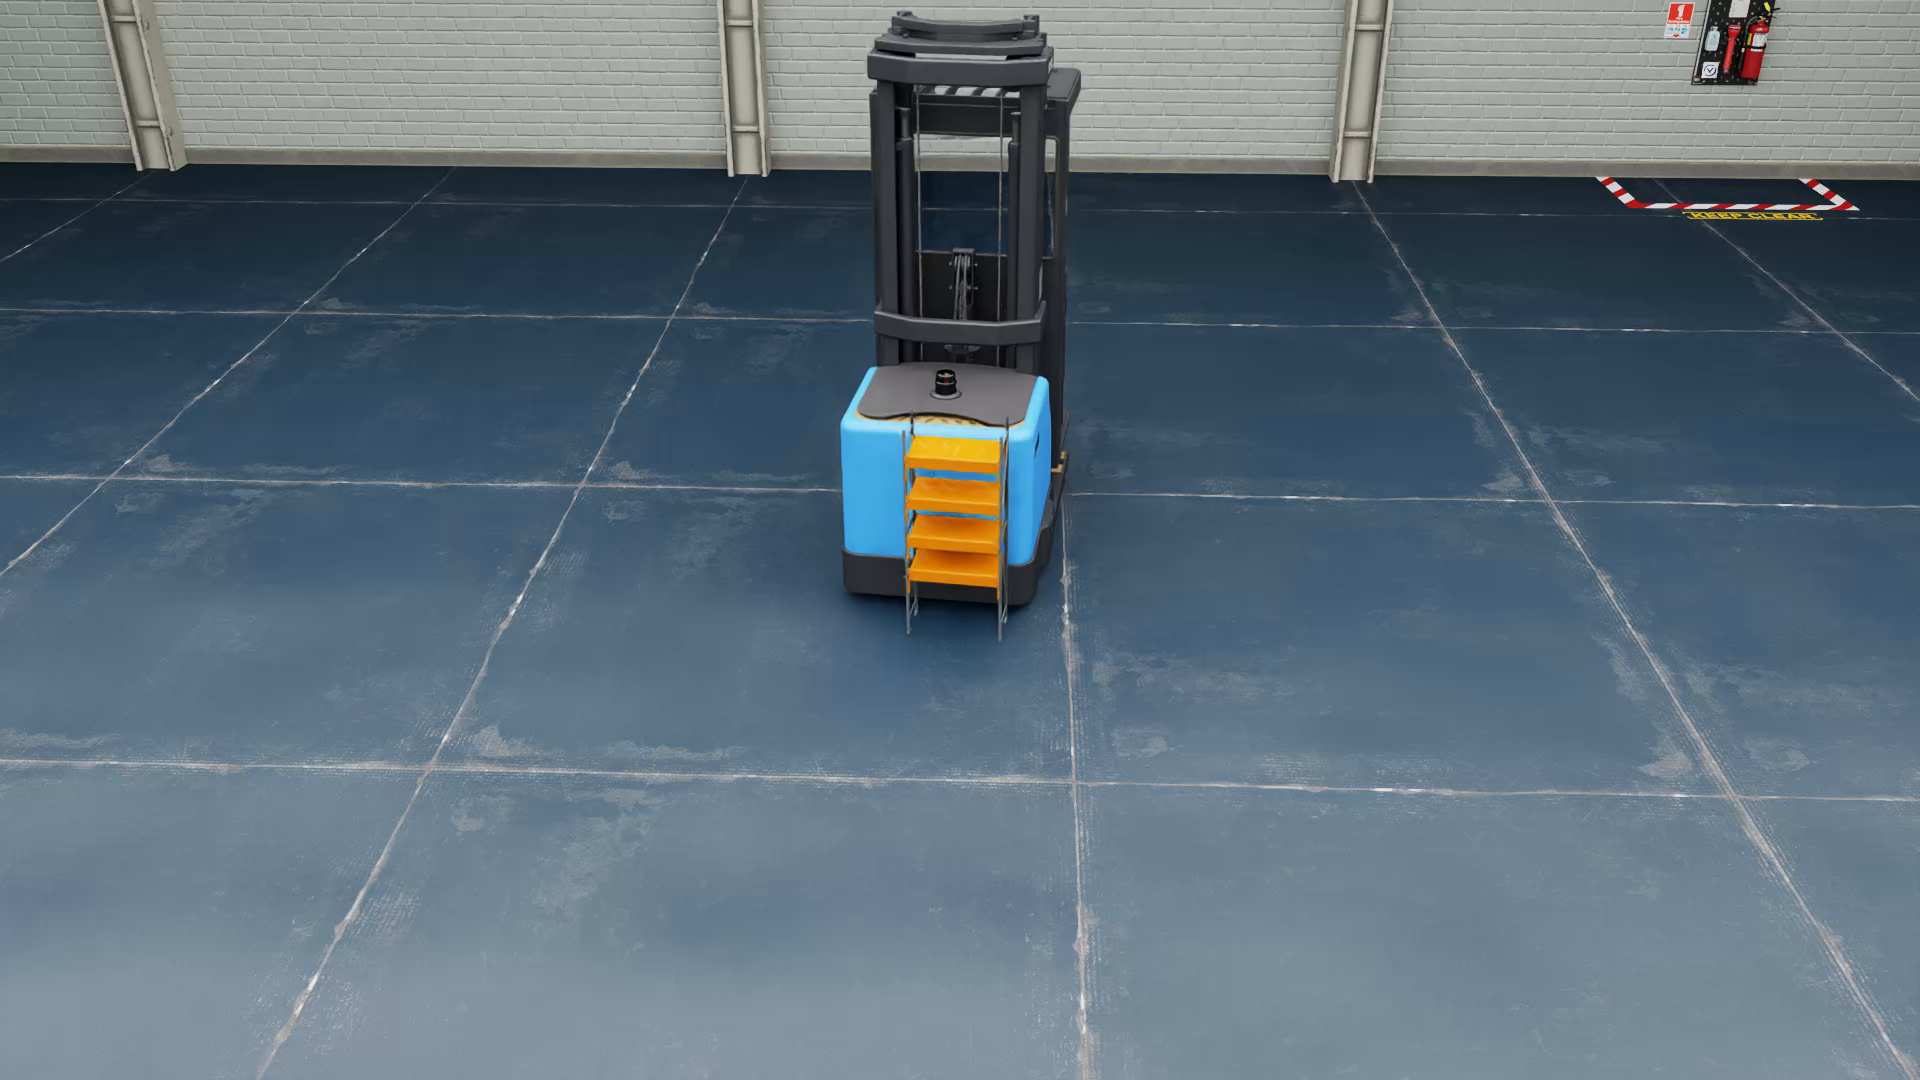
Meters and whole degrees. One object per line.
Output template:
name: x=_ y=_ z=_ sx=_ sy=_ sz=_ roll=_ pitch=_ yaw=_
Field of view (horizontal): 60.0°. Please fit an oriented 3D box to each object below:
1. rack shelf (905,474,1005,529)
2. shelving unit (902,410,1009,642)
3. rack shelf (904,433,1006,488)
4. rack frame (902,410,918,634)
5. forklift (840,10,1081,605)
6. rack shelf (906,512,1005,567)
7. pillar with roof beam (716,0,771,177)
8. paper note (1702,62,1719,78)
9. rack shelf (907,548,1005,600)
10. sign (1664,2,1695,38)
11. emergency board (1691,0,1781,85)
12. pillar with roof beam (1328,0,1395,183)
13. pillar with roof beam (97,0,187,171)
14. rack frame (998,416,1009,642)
rack shelf: x=-0.018 y=-0.197 z=8.498 sx=0.480 sy=0.148 sz=0.258 roll=4 pitch=30 yaw=8
shelving unit: x=-0.017 y=-0.062 z=8.576 sx=0.503 sy=1.200 sz=0.258 roll=4 pitch=30 yaw=8
rack shelf: x=-0.019 y=-0.402 z=8.380 sx=0.480 sy=0.148 sz=0.258 roll=4 pitch=30 yaw=8
rack frame: x=-0.257 y=-0.081 z=8.611 sx=0.015 sy=1.200 sz=0.240 roll=4 pitch=30 yaw=8
forklift: x=0.090 y=-1.613 z=9.663 sx=1.130 sy=2.935 sz=3.031 roll=4 pitch=28 yaw=8
rack shelf: x=-0.016 y=-0.004 z=8.609 sx=0.480 sy=0.148 sz=0.258 roll=4 pitch=30 yaw=8
pillar with roof beam: x=-2.266 y=-5.661 z=10.821 sx=0.400 sy=9.000 sz=9.100 roll=1 pitch=28 yaw=2
paper note: x=7.236 y=-4.532 z=16.037 sx=0.142 sy=0.148 sz=0.016 roll=1 pitch=28 yaw=2
rack shelf: x=-0.015 y=0.169 z=8.708 sx=0.480 sy=0.148 sz=0.258 roll=4 pitch=30 yaw=8
sign: x=6.861 y=-4.959 z=15.864 sx=0.234 sy=0.329 sz=0.001 roll=1 pitch=28 yaw=2
emergency board: x=7.410 y=-4.886 z=15.764 sx=0.643 sy=1.169 sz=0.194 roll=1 pitch=28 yaw=2
pillar with roof beam: x=3.730 y=-5.562 z=10.634 sx=0.400 sy=9.000 sz=9.100 roll=1 pitch=28 yaw=2
pillar with roof beam: x=-8.262 y=-5.760 z=11.008 sx=0.400 sy=9.000 sz=9.100 roll=1 pitch=28 yaw=2
rack frame: x=0.224 y=-0.043 z=8.540 sx=0.015 sy=1.200 sz=0.240 roll=4 pitch=30 yaw=8
